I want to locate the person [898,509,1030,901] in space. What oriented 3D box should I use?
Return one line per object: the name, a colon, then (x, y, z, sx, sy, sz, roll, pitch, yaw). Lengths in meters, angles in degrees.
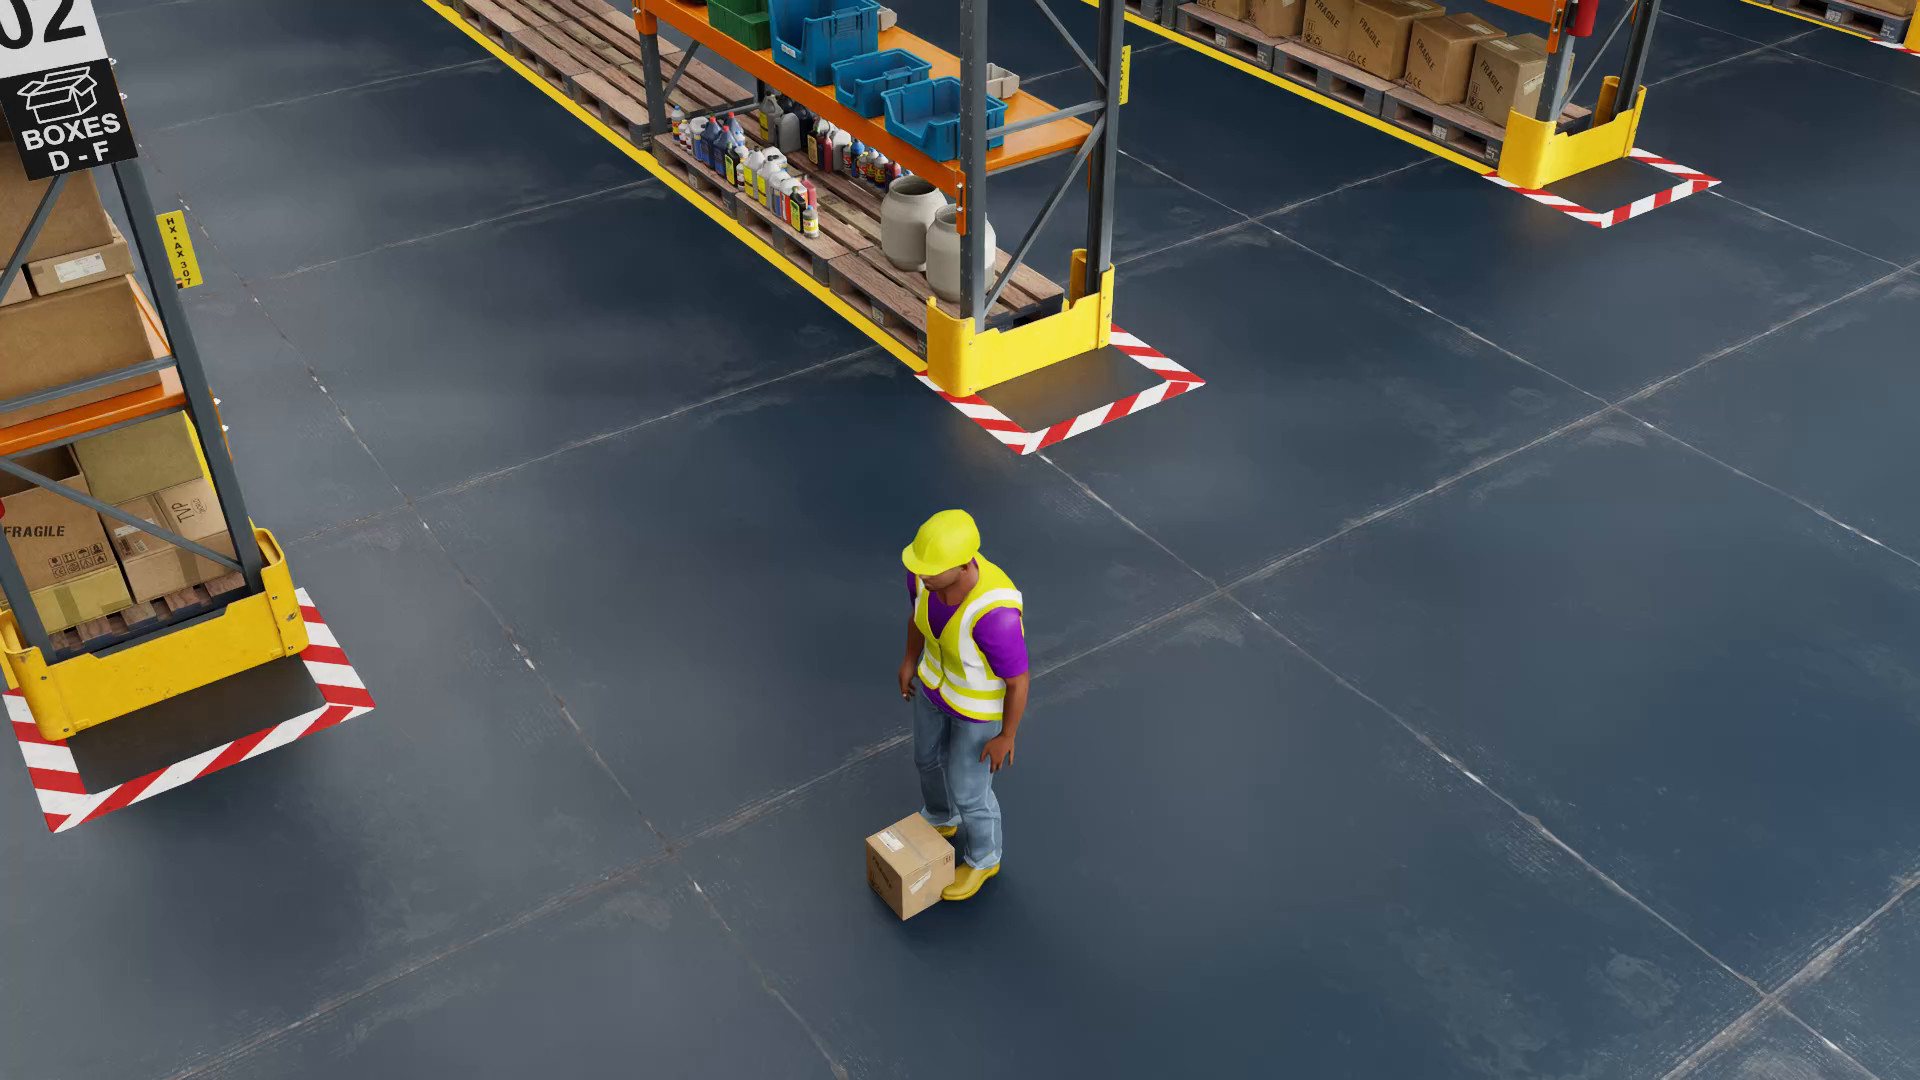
person: (-0.012, 0.589, 6.183, 0.462, 1.759, 0.628, -25, 43, -30)
